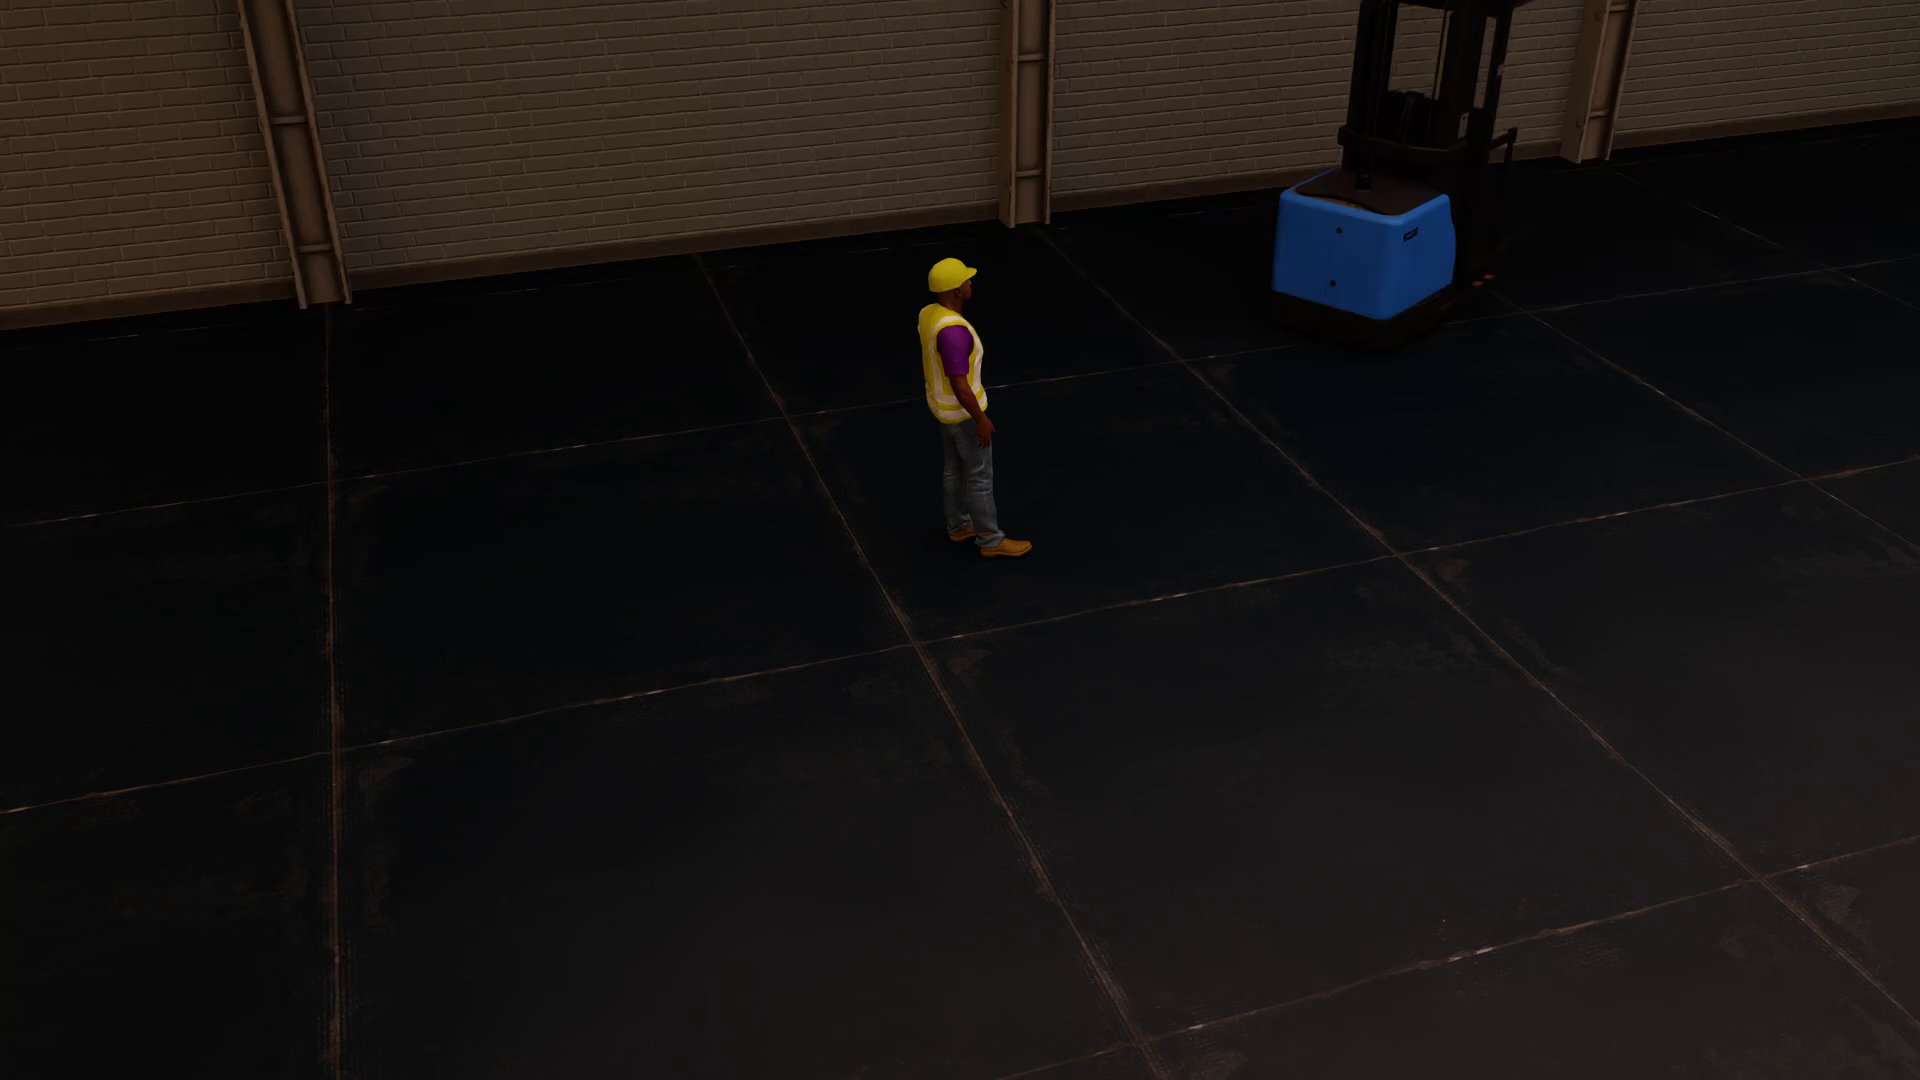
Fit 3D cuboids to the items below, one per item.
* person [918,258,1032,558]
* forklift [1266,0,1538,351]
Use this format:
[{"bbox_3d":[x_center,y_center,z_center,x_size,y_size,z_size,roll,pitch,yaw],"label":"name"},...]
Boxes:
[{"bbox_3d":[0.068,-0.780,9.596,0.577,1.765,0.665,-10,31,-16],"label":"person"},{"bbox_3d":[3.718,-3.330,12.874,1.130,2.935,3.031,24,37,35],"label":"forklift"}]
